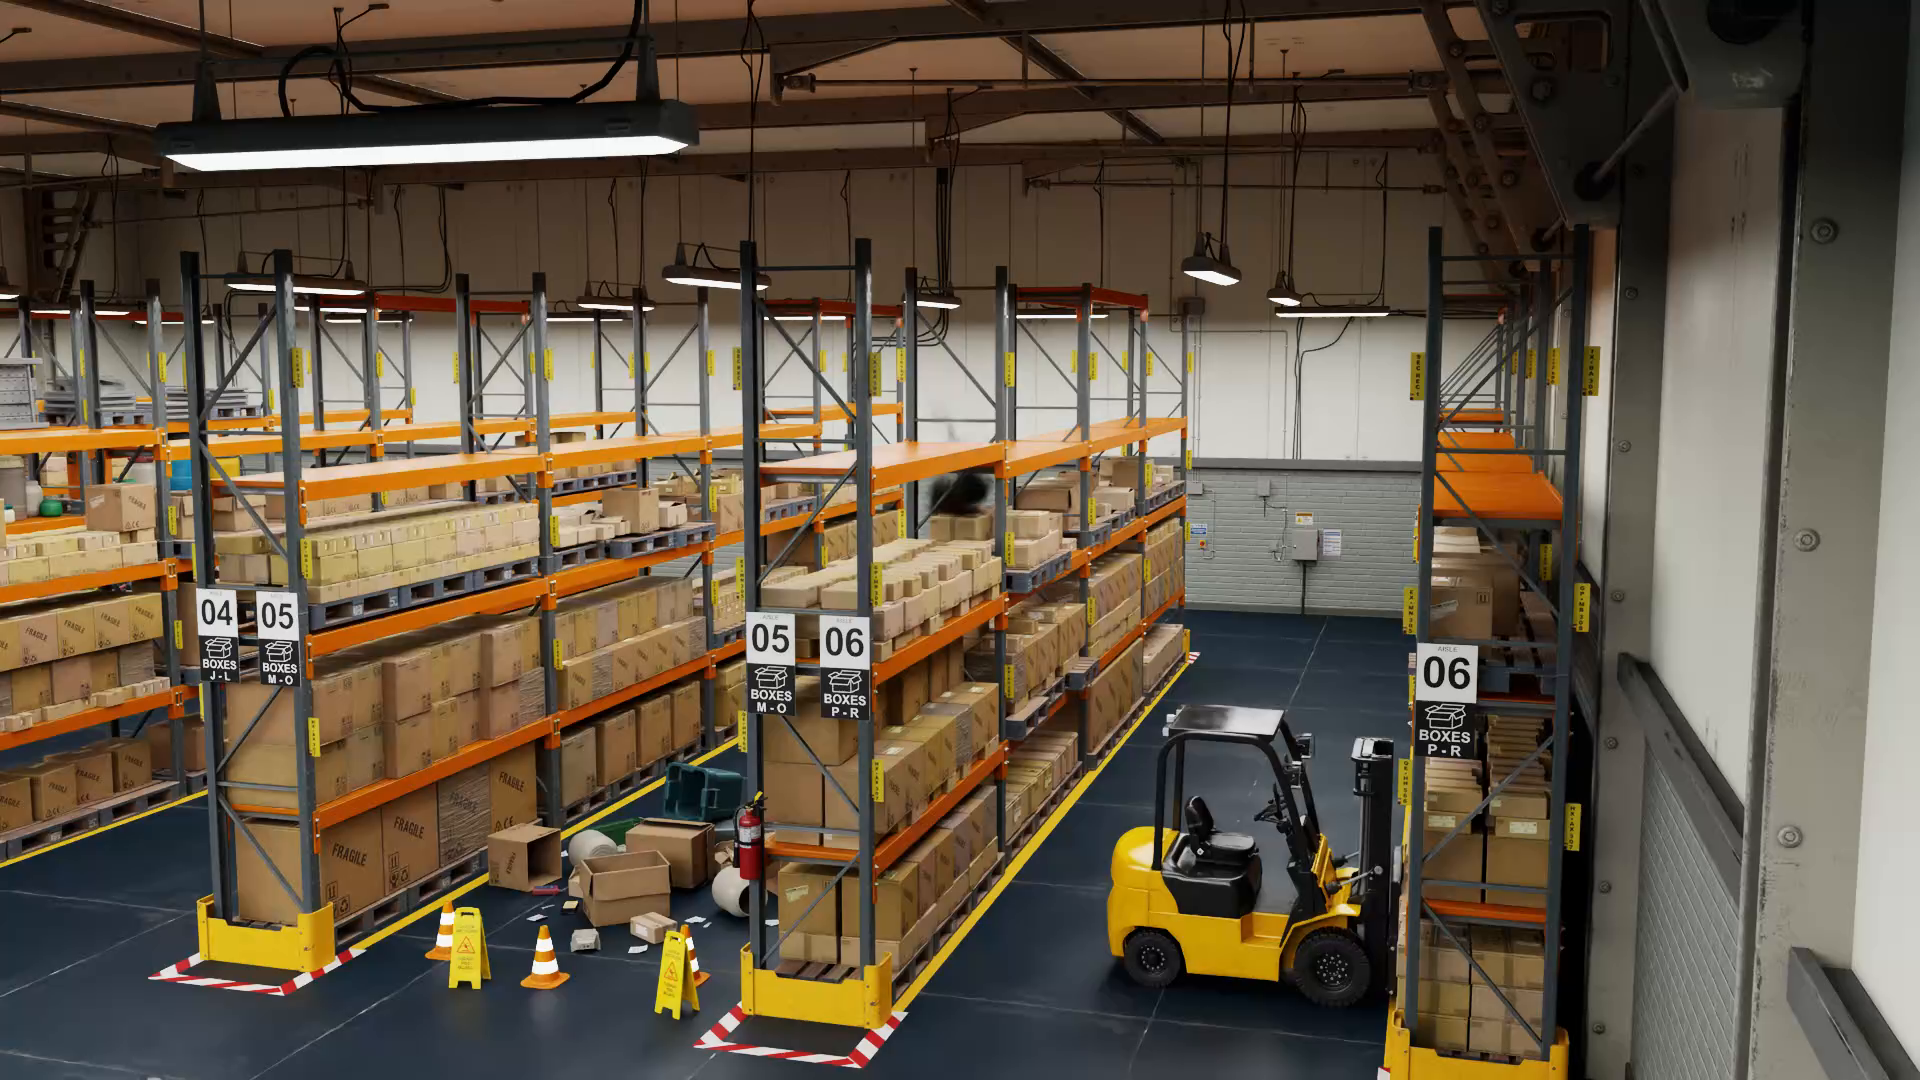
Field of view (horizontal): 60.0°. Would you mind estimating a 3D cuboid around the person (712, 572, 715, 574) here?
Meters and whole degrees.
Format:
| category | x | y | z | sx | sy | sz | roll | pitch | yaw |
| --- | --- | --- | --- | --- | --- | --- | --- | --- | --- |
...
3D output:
| category | x | y | z | sx | sy | sz | roll | pitch | yaw |
| --- | --- | --- | --- | --- | --- | --- | --- | --- | --- |
| person | -4.014 | 1.312 | 27.239 | 0.534 | 1.572 | 0.885 | 3 | 7 | 21 |
